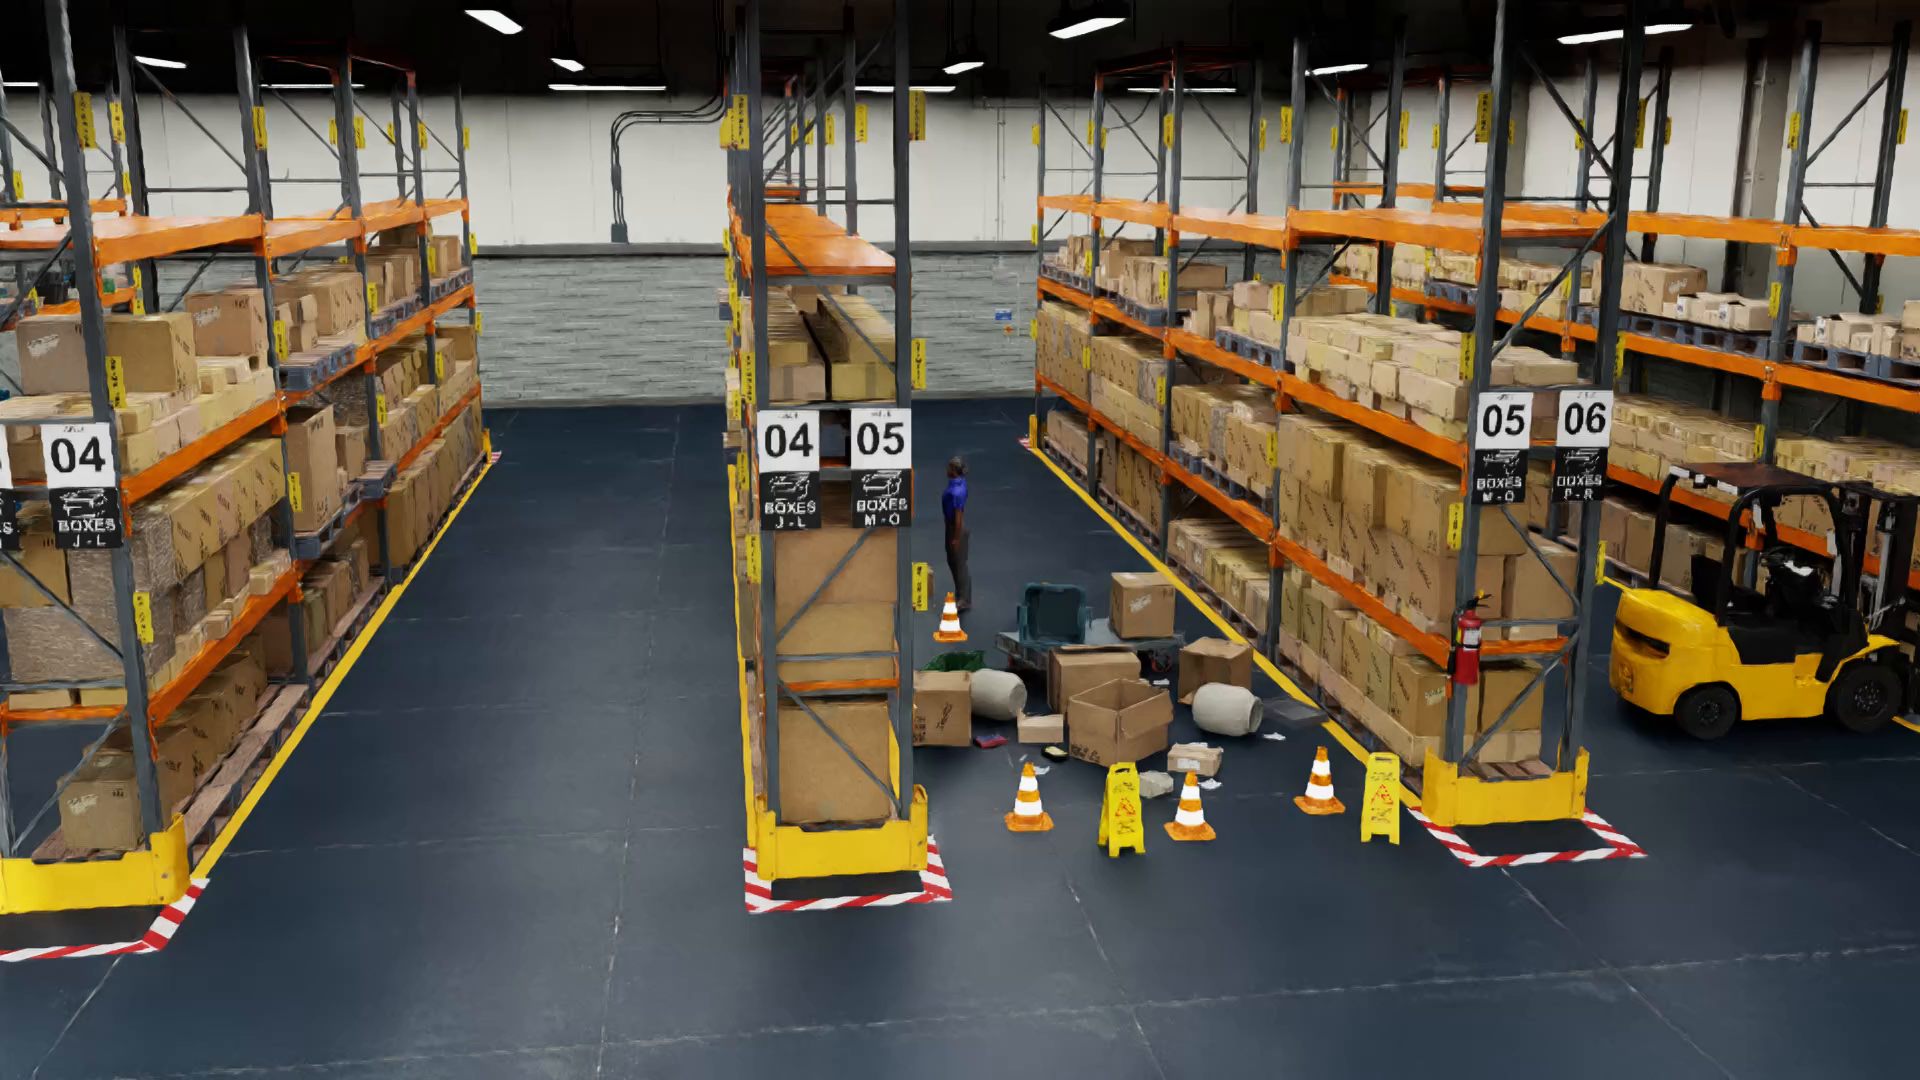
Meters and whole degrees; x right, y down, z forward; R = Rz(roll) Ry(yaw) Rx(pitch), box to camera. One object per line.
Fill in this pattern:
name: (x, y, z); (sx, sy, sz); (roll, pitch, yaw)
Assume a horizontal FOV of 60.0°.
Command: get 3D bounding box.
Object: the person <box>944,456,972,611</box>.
person: (-0.024, -0.074, 17.758); (0.295, 1.666, 0.565); (-1, 13, -3)
